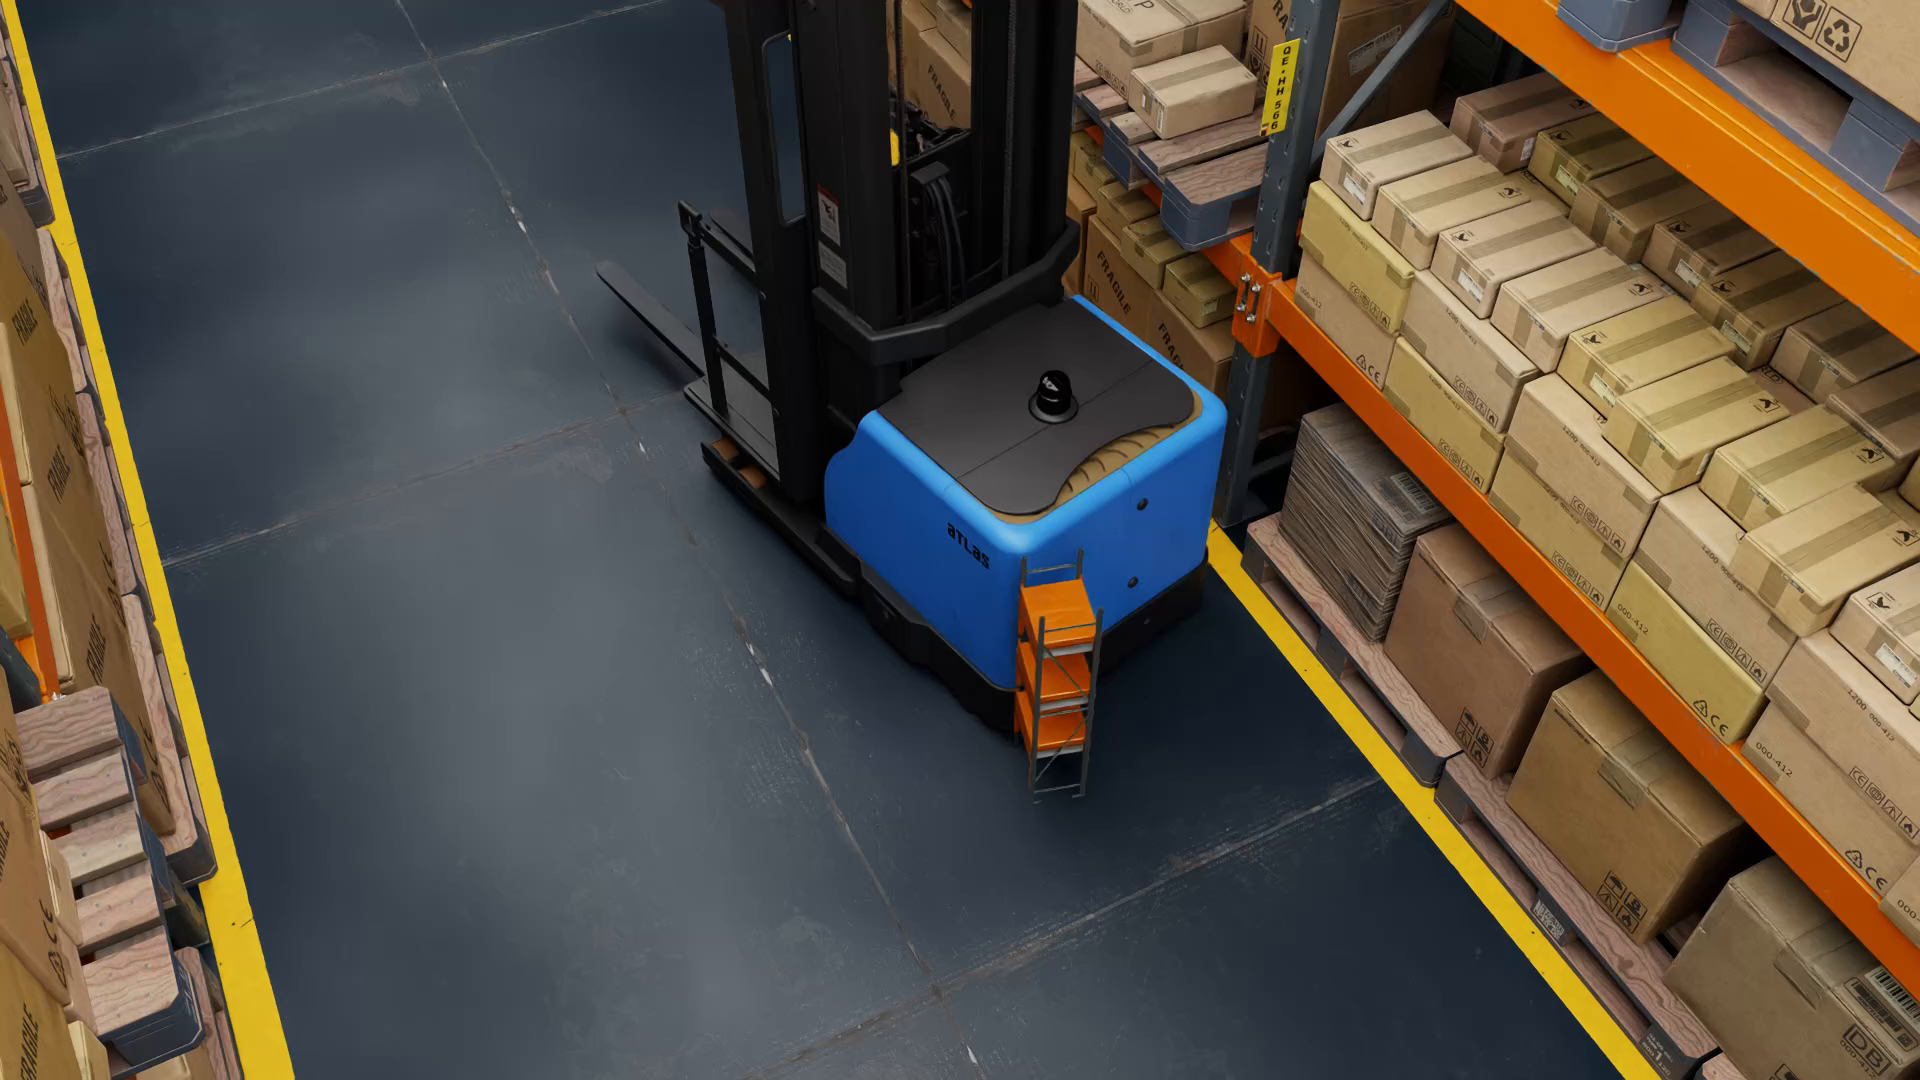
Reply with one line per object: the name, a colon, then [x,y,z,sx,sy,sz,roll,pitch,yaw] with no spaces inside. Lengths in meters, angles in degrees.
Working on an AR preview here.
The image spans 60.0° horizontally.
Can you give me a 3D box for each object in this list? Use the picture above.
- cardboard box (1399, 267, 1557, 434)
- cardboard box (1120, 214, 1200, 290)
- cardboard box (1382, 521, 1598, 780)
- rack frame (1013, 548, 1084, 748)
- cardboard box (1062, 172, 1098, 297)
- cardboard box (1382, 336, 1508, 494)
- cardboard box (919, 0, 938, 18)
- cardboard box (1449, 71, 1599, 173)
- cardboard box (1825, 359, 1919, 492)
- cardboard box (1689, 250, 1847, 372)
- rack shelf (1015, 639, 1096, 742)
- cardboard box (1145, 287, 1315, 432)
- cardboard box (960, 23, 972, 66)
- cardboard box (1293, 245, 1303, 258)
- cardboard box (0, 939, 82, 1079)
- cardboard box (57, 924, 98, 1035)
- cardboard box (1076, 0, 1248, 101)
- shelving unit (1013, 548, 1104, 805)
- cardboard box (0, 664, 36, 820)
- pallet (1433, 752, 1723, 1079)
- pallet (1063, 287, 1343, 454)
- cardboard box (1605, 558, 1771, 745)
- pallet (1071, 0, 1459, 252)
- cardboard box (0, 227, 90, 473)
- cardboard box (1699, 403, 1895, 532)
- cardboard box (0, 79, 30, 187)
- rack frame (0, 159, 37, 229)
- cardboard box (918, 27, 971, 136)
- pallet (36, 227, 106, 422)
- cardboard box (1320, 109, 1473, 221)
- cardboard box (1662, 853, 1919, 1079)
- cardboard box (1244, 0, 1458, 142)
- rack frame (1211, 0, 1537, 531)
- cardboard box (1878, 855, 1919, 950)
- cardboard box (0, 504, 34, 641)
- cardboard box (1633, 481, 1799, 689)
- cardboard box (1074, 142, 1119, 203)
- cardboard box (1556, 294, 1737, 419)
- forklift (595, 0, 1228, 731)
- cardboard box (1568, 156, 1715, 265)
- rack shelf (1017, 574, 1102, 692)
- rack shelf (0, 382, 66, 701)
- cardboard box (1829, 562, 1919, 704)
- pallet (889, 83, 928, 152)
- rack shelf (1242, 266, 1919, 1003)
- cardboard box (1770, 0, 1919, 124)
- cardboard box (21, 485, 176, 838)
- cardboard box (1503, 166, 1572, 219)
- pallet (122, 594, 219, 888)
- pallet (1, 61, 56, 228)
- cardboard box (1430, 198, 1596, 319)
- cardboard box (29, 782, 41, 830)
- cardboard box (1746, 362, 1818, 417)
cardboard box: [1.686,-0.636,4.974,0.500,0.250,0.500,-20,52,-16]
cardboard box: [0.868,-1.182,6.634,0.380,0.149,0.250,-24,53,-19]
cardboard box: [2.051,0.262,5.719,0.875,0.625,0.625,-20,52,-16]
rack frame: [0.291,0.387,5.607,0.200,1.050,0.008,-9,49,-8]
cardboard box: [0.625,-1.450,7.300,0.500,0.500,0.500,-19,52,-16]
cardboard box: [1.683,-0.469,5.160,0.500,0.250,0.500,-22,52,-18]
cardboard box: [0.029,-2.607,7.881,0.380,0.149,0.250,-22,52,-18]
cardboard box: [1.800,-1.336,5.321,0.380,0.149,0.250,-20,52,-16]
cardboard box: [2.520,-0.315,4.428,0.380,0.149,0.250,-20,52,-17]
cardboard box: [2.309,-0.663,4.733,0.380,0.149,0.250,-21,52,-18]
rack shelf: [0.315,0.484,5.536,0.215,0.259,0.240,-9,49,-8]
cardboard box: [1.087,-0.762,6.698,0.500,0.500,0.500,-20,52,-16]
cardboard box: [0.222,-2.260,7.577,0.380,0.149,0.250,-19,52,-16]
cardboard box: [1.510,-1.223,6.670,0.380,0.149,0.250,-19,51,-16]
cardboard box: [-2.007,1.093,3.151,0.500,0.500,0.500,-24,53,-20]
cardboard box: [-2.131,1.036,3.632,0.380,0.149,0.250,-23,53,-19]
cardboard box: [0.701,-1.921,6.151,0.500,0.250,0.500,-23,53,-19]
shelving unit: [0.315,0.477,5.528,0.215,1.050,0.252,-9,49,-8]
cardboard box: [-2.485,0.414,3.745,0.500,0.500,0.500,-23,53,-19]
pallet: [2.368,1.060,5.575,1.003,0.211,1.213,-21,52,-18]
pallet: [1.164,-0.833,7.231,1.003,0.211,1.213,-21,52,-18]
cardboard box: [2.161,0.221,4.556,0.500,0.250,0.500,-20,52,-16]
pallet: [1.099,-1.604,6.180,1.213,0.211,1.003,-21,52,-18]
cardboard box: [-3.995,-0.652,6.353,0.875,0.875,0.875,-20,52,-16]
cardboard box: [2.161,-0.169,4.300,0.380,0.149,0.250,-21,52,-18]
cardboard box: [-4.962,-1.955,7.783,0.875,0.438,0.875,-22,52,-18]
rack frame: [-4.771,-2.203,6.576,1.000,3.000,0.127,-21,52,-18]
cardboard box: [0.139,-2.141,7.904,0.500,0.500,0.500,-23,53,-19]
pallet: [-4.350,-0.794,7.197,1.003,0.211,1.213,-21,52,-18]
cardboard box: [1.356,-1.170,5.175,0.380,0.149,0.250,-20,52,-16]
cardboard box: [2.705,1.215,4.885,0.875,0.625,0.625,-22,52,-18]
cardboard box: [1.375,-1.807,5.885,0.500,0.500,0.500,-19,51,-16]
rack frame: [1.472,-1.238,5.733,1.000,3.000,0.127,-21,52,-18]
cardboard box: [2.604,0.907,3.956,0.500,0.250,0.500,-21,52,-18]
cardboard box: [-2.940,0.109,4.654,0.500,0.250,0.500,-22,52,-18]
cardboard box: [2.165,0.053,4.371,0.500,0.250,0.500,-20,52,-17]
cardboard box: [0.706,-1.566,6.970,0.380,0.149,0.250,-20,52,-16]
cardboard box: [1.892,-0.500,4.590,0.380,0.149,0.250,-21,52,-17]
forklift: [-0.403,-1.329,5.858,1.130,2.935,3.031,-32,56,-25]
cardboard box: [2.084,-1.005,5.032,0.380,0.149,0.250,-21,52,-18]
rack shelf: [0.315,0.297,5.322,0.215,0.259,0.240,-9,49,-8]
rack shelf: [-3.855,-0.627,5.677,1.077,0.370,4.000,-21,52,-18]
cardboard box: [2.337,0.196,3.981,0.380,0.149,0.250,-21,52,-17]
pallet: [0.047,-2.466,8.659,1.003,0.211,1.213,-21,52,-18]
rack shelf: [2.387,0.338,4.833,1.077,0.370,4.000,-21,52,-18]
cardboard box: [2.052,-1.179,3.277,0.500,0.500,0.500,-20,52,-17]
cardboard box: [-3.182,0.545,5.306,0.875,0.875,0.875,-22,52,-18]
cardboard box: [1.924,-1.148,5.422,0.500,0.250,0.500,-20,52,-17]
pallet: [-3.234,0.839,5.769,1.003,0.211,1.213,-21,52,-18]
pallet: [-5.049,-1.821,8.095,1.003,0.211,1.213,-21,52,-18]
cardboard box: [1.619,-0.828,4.877,0.380,0.149,0.250,-20,52,-17]
cardboard box: [-2.394,0.712,3.915,0.380,0.149,0.250,-20,52,-17]
cardboard box: [2.387,-0.470,4.829,0.500,0.250,0.500,-22,52,-18]
